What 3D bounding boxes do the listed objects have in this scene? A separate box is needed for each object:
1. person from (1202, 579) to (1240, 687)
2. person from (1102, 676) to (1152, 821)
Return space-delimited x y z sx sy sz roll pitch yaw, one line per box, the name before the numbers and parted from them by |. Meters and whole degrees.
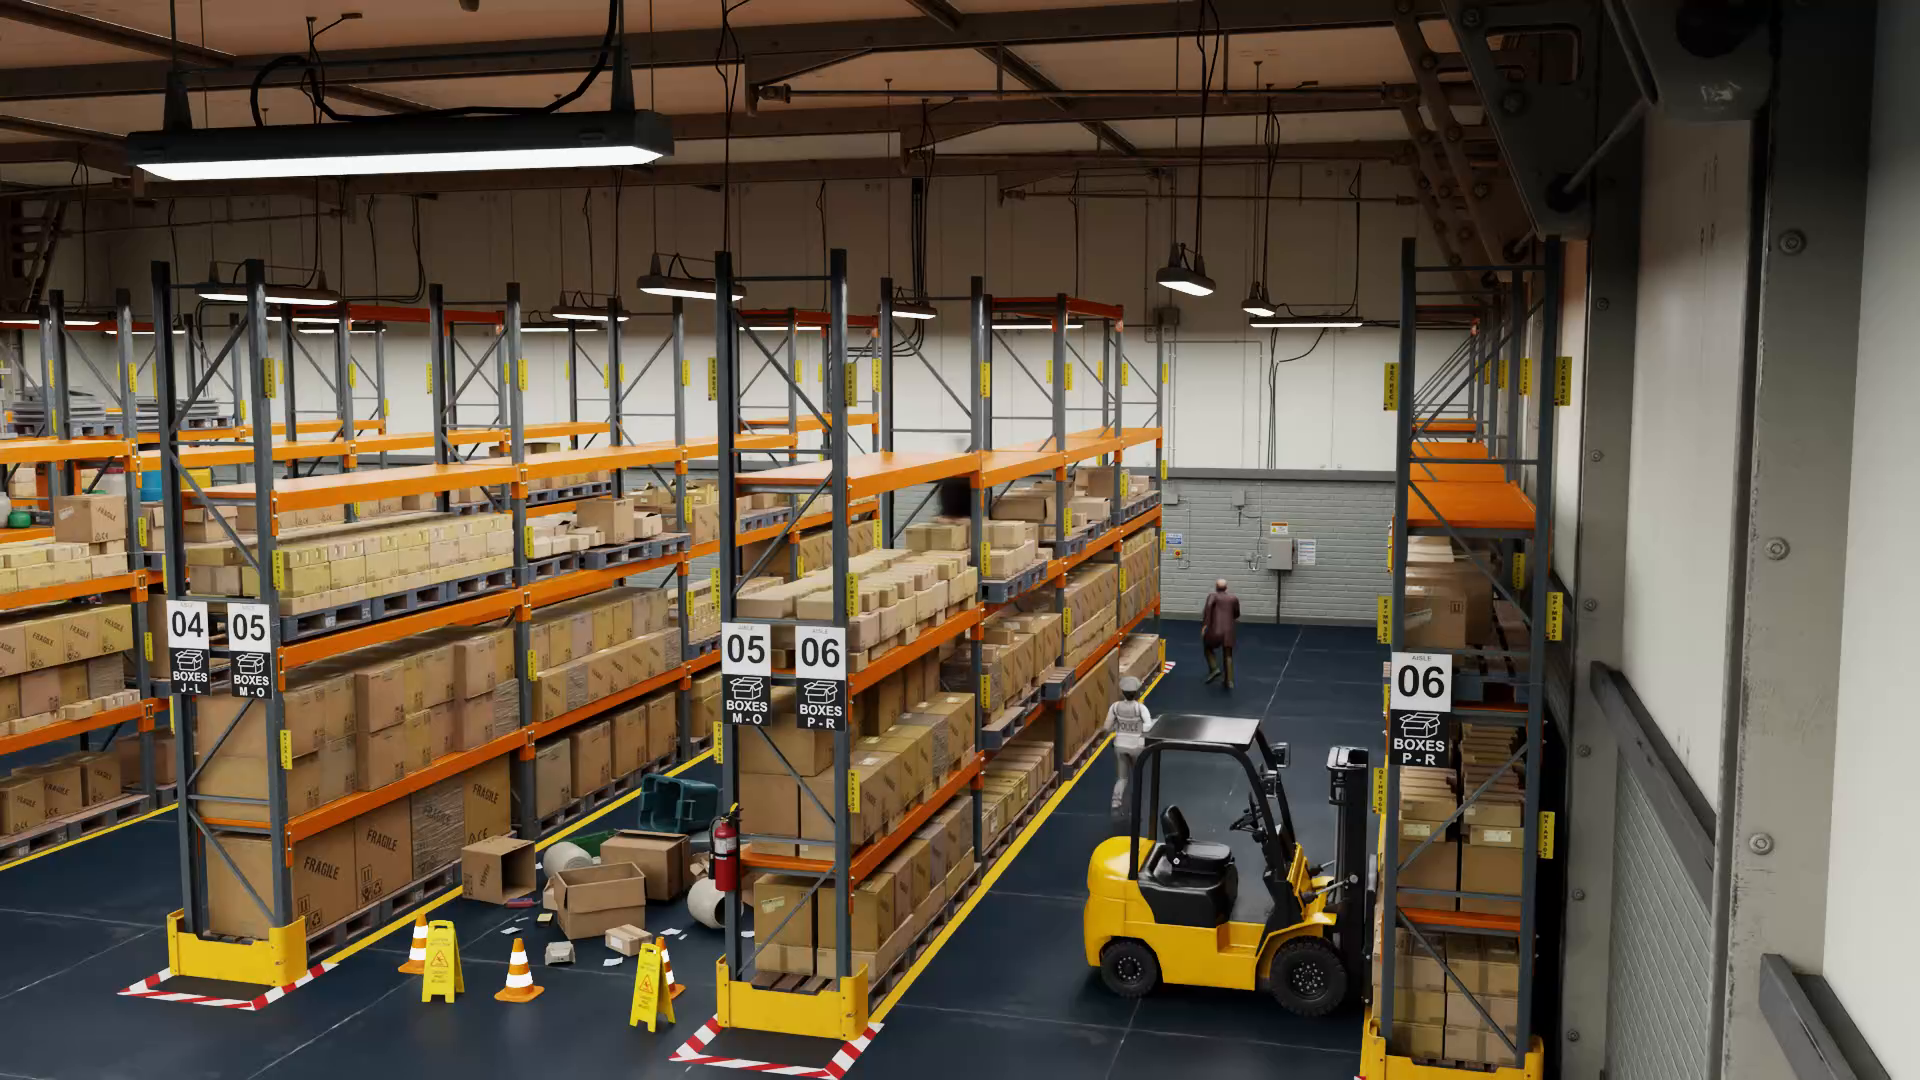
person | 4.202 1.485 26.795 0.705 1.696 1.016 -1 6 -7
person | 1.902 2.367 18.610 0.626 1.703 0.877 2 6 19
